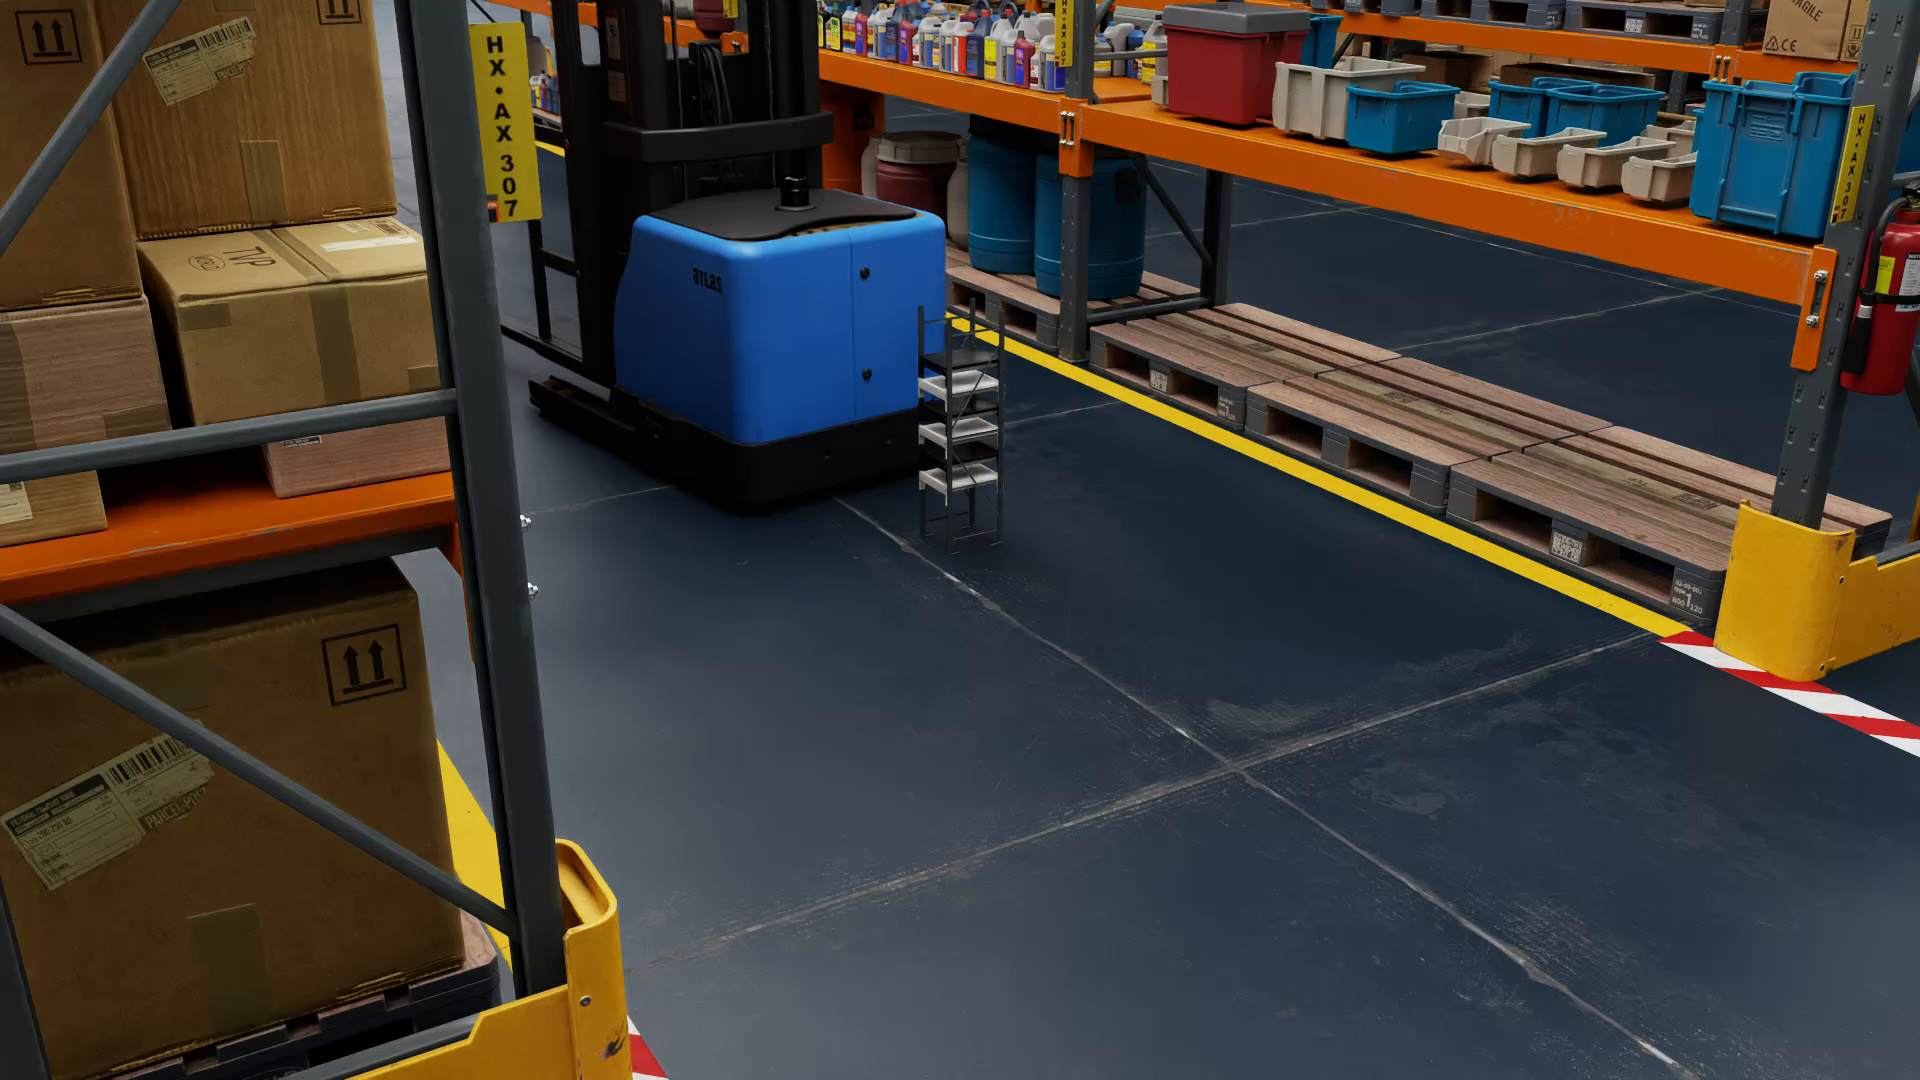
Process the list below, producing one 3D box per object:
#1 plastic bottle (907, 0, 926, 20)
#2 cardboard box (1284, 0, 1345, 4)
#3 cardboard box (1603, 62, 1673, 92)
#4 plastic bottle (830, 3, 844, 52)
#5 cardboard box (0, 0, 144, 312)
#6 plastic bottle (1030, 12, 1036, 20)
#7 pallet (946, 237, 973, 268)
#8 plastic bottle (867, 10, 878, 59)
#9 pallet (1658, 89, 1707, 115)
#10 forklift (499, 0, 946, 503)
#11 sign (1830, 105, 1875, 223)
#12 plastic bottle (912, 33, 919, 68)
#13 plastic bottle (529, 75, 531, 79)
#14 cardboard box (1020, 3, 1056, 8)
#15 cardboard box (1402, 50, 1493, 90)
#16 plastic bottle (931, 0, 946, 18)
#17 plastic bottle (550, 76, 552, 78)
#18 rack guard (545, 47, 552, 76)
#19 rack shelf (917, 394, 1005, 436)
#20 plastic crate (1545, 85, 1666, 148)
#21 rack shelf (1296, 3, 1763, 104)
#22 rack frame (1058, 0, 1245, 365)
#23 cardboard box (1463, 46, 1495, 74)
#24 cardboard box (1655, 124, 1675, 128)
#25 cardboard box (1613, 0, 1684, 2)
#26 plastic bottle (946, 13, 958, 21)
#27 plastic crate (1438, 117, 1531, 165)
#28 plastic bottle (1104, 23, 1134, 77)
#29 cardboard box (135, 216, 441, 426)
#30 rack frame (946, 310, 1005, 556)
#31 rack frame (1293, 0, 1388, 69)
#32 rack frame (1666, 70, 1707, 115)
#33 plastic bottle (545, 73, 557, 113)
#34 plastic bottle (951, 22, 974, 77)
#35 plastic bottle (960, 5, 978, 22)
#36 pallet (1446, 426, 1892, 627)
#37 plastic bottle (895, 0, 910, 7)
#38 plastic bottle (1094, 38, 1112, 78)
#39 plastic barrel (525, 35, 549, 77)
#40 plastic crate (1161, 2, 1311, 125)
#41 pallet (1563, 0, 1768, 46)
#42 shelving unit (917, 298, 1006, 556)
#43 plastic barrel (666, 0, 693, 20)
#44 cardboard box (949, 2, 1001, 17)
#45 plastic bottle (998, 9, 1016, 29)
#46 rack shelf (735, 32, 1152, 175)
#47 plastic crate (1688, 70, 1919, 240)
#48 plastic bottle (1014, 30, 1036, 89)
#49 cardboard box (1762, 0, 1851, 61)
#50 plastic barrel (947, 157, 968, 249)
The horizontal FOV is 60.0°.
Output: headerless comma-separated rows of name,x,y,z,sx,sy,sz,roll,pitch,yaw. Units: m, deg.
plastic bottle,-0.282,-3.043,9.880,0.144,0.351,0.185,-13,25,-28
cardboard box,3.039,-4.733,14.091,0.500,0.311,0.500,-11,25,-25
cardboard box,7.031,-4.871,17.048,0.700,0.500,0.500,-12,25,-27
plastic bottle,-0.747,-3.164,10.267,0.061,0.283,0.133,-13,25,-28
cardboard box,-1.720,-0.677,2.803,0.500,0.500,0.500,-12,25,-28
plastic bottle,0.434,-2.983,9.838,0.097,0.271,0.097,0,22,0
pallet,-0.016,-1.763,10.370,1.003,0.211,1.213,-13,25,-28
plastic bottle,-0.505,-3.018,9.925,0.097,0.271,0.097,0,22,0
pallet,7.046,-4.564,17.259,1.003,0.211,1.213,-13,25,-28
forklift,-1.350,-1.987,7.306,1.130,2.935,3.031,-17,27,-35
sign,2.548,-1.072,4.748,0.100,0.325,0.005,-13,25,-28
plastic bottle,-0.224,-2.808,9.500,0.097,0.201,0.097,0,22,0
plastic bottle,-4.172,-4.371,16.120,0.097,0.271,0.097,0,22,0
cardboard box,0.914,-5.582,18.159,0.500,0.500,0.500,-13,25,-28
cardboard box,3.899,-3.767,13.334,0.500,0.250,0.500,-12,25,-26
plastic bottle,-0.140,-3.347,10.733,0.097,0.271,0.097,0,22,0
plastic bottle,-3.881,-4.285,15.893,0.061,0.283,0.133,-13,25,-28
rack guard,-5.081,-5.113,18.227,1.175,0.500,0.348,-13,25,-28
rack shelf,0.004,-0.467,6.114,0.258,0.077,0.200,-13,25,-28
plastic crate,2.497,-1.627,6.473,0.416,0.233,0.300,-13,25,-28
rack shelf,4.208,-3.668,12.307,1.077,0.370,4.000,-13,25,-28
rack frame,0.970,-2.402,8.237,1.000,3.000,0.127,-13,25,-28
cardboard box,6.098,-5.550,18.719,0.700,0.500,0.500,-13,26,-29
cardboard box,4.732,-2.504,11.224,0.500,0.500,0.500,-13,25,-29
cardboard box,4.775,-4.001,11.481,0.700,0.500,0.500,-8,24,-20
plastic bottle,-0.041,-3.251,10.591,0.097,0.201,0.097,0,22,0
plastic crate,1.975,-1.516,6.329,0.298,0.136,0.250,-13,25,-28
plastic bottle,0.874,-2.686,9.101,0.152,0.276,0.135,-13,25,-28
cardboard box,-1.258,-0.430,3.190,0.500,0.250,0.500,-13,26,-30
rack frame,0.056,-0.381,6.055,0.240,0.900,0.006,-13,25,-28
rack frame,3.187,-4.648,13.764,1.000,3.000,0.127,-13,25,-28
rack frame,7.444,-5.602,16.111,1.000,3.000,0.127,-13,25,-28
plastic bottle,-3.791,-4.184,15.554,0.144,0.351,0.185,-14,26,-31
plastic bottle,0.046,-2.691,9.114,0.152,0.276,0.135,-13,25,-28
plastic bottle,0.054,-3.136,10.199,0.061,0.283,0.133,-13,25,-28
pallet,2.625,-0.090,6.252,1.003,0.211,1.213,-13,25,-28
plastic bottle,-0.382,-3.519,11.141,0.061,0.283,0.133,-13,25,-28
plastic bottle,0.776,-2.622,9.041,0.097,0.201,0.097,0,22,0
plastic barrel,-4.502,-4.968,17.297,0.421,0.512,0.421,0,22,0
plastic crate,1.210,-2.122,7.384,0.402,0.464,0.583,-13,25,-28
pallet,4.916,-3.544,11.303,1.003,0.211,1.213,-13,25,-28
shelving unit,0.004,-0.414,6.136,0.258,0.900,0.210,-13,25,-28
plastic barrel,-1.998,-4.177,12.456,0.421,0.512,0.421,0,22,0
cardboard box,0.215,-5.645,18.313,0.500,0.500,0.500,-13,25,-28
plastic bottle,0.249,-2.701,9.039,0.144,0.351,0.185,-13,25,-28
rack shelf,-0.052,-2.716,9.966,1.077,0.370,4.000,-13,25,-28
plastic crate,2.681,-1.224,5.212,0.616,0.435,0.499,-13,25,-28
plastic bottle,0.333,-2.479,8.583,0.061,0.283,0.133,-13,25,-28
cardboard box,5.256,-3.182,10.025,0.500,0.500,0.500,-12,25,-27
plastic barrel,0.133,-2.053,10.124,0.421,0.512,0.421,0,22,0
